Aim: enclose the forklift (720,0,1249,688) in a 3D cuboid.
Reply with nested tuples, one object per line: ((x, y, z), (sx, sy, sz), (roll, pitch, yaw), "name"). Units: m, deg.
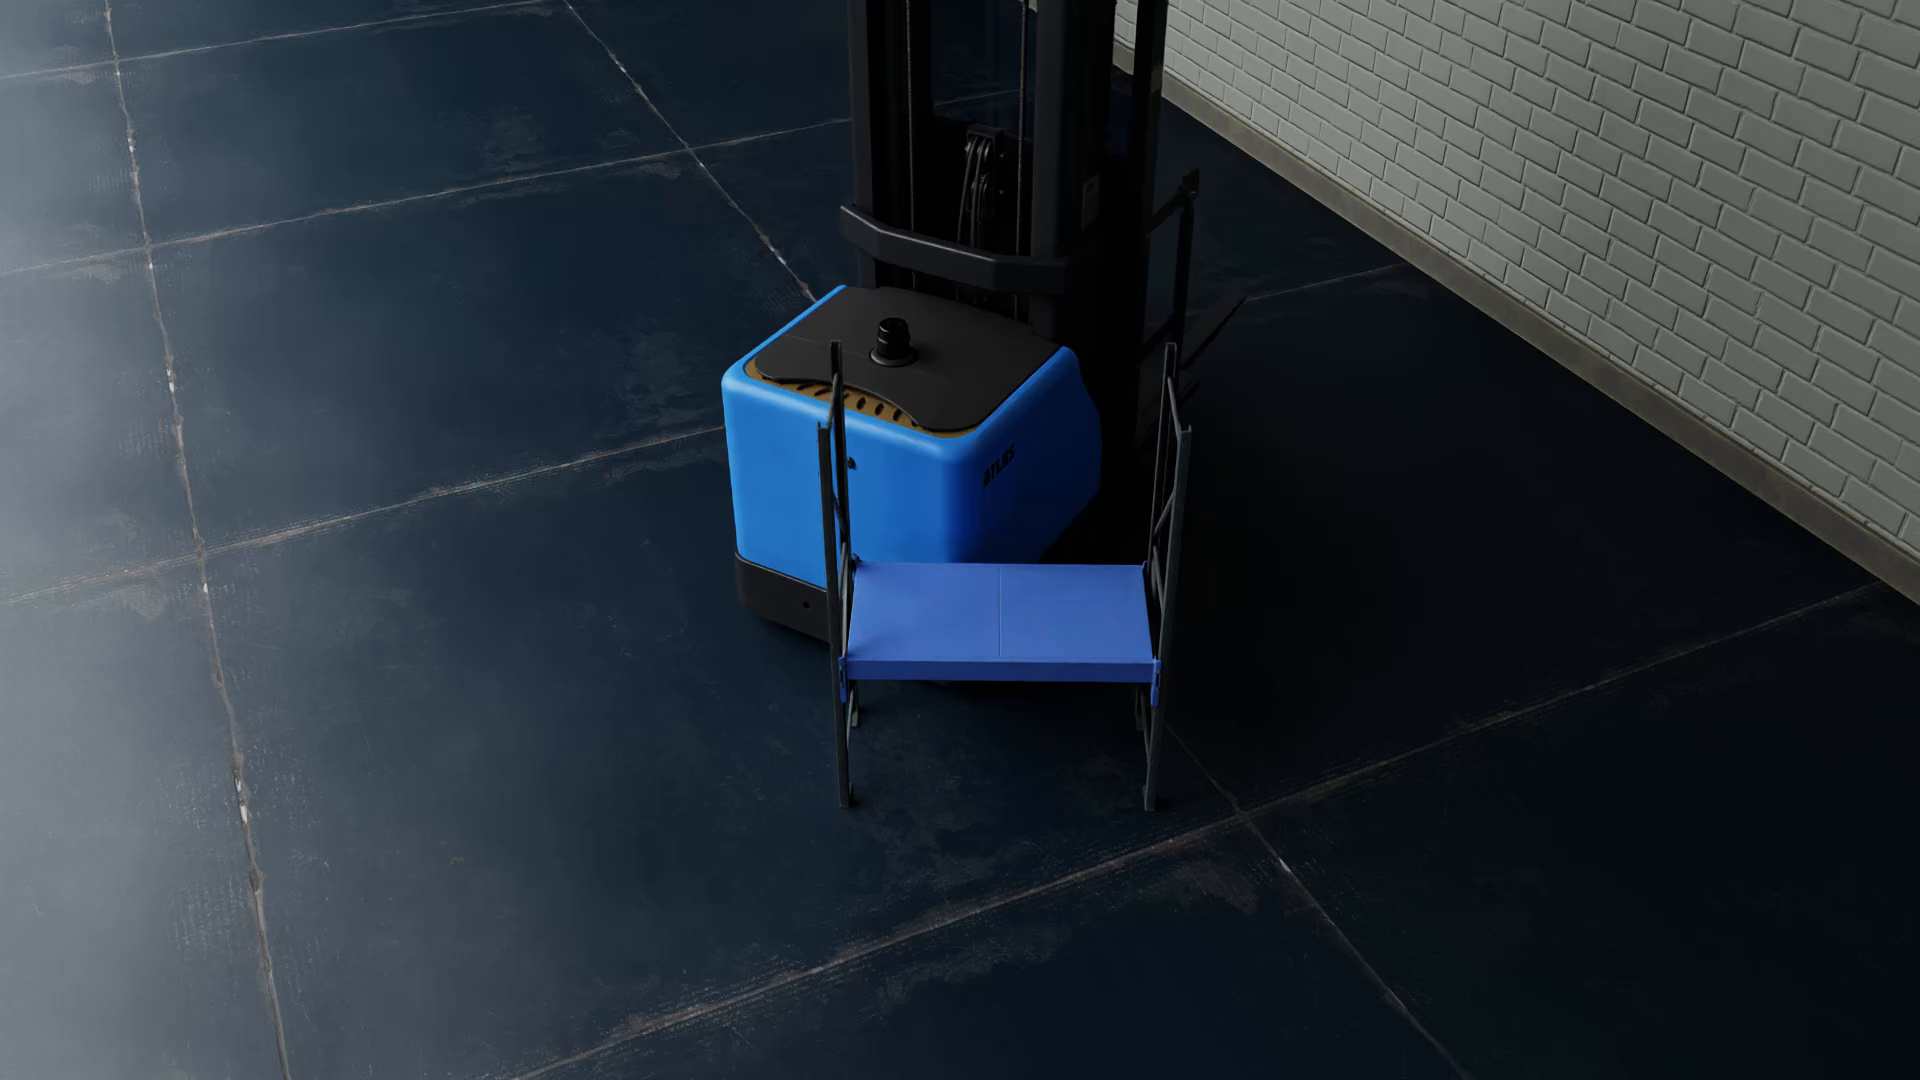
((0.332, -1.504, 6.317), (1.130, 2.935, 3.031), (19, 41, 24), "forklift")

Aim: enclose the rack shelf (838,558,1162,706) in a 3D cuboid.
((0.127, 0.292, 5.399), (1.000, 0.185, 0.538), (1, 37, 1), "rack shelf")

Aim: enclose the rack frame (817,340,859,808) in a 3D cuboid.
((-0.381, 0.143, 5.298), (0.032, 1.500, 0.500), (1, 37, 1), "rack frame")

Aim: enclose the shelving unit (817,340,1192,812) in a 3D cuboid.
((0.127, 0.148, 5.292), (1.048, 1.500, 0.538), (1, 37, 1), "shelving unit")

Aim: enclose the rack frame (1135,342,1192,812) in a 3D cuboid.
((0.636, 0.152, 5.286), (0.032, 1.500, 0.500), (1, 37, 1), "rack frame")
